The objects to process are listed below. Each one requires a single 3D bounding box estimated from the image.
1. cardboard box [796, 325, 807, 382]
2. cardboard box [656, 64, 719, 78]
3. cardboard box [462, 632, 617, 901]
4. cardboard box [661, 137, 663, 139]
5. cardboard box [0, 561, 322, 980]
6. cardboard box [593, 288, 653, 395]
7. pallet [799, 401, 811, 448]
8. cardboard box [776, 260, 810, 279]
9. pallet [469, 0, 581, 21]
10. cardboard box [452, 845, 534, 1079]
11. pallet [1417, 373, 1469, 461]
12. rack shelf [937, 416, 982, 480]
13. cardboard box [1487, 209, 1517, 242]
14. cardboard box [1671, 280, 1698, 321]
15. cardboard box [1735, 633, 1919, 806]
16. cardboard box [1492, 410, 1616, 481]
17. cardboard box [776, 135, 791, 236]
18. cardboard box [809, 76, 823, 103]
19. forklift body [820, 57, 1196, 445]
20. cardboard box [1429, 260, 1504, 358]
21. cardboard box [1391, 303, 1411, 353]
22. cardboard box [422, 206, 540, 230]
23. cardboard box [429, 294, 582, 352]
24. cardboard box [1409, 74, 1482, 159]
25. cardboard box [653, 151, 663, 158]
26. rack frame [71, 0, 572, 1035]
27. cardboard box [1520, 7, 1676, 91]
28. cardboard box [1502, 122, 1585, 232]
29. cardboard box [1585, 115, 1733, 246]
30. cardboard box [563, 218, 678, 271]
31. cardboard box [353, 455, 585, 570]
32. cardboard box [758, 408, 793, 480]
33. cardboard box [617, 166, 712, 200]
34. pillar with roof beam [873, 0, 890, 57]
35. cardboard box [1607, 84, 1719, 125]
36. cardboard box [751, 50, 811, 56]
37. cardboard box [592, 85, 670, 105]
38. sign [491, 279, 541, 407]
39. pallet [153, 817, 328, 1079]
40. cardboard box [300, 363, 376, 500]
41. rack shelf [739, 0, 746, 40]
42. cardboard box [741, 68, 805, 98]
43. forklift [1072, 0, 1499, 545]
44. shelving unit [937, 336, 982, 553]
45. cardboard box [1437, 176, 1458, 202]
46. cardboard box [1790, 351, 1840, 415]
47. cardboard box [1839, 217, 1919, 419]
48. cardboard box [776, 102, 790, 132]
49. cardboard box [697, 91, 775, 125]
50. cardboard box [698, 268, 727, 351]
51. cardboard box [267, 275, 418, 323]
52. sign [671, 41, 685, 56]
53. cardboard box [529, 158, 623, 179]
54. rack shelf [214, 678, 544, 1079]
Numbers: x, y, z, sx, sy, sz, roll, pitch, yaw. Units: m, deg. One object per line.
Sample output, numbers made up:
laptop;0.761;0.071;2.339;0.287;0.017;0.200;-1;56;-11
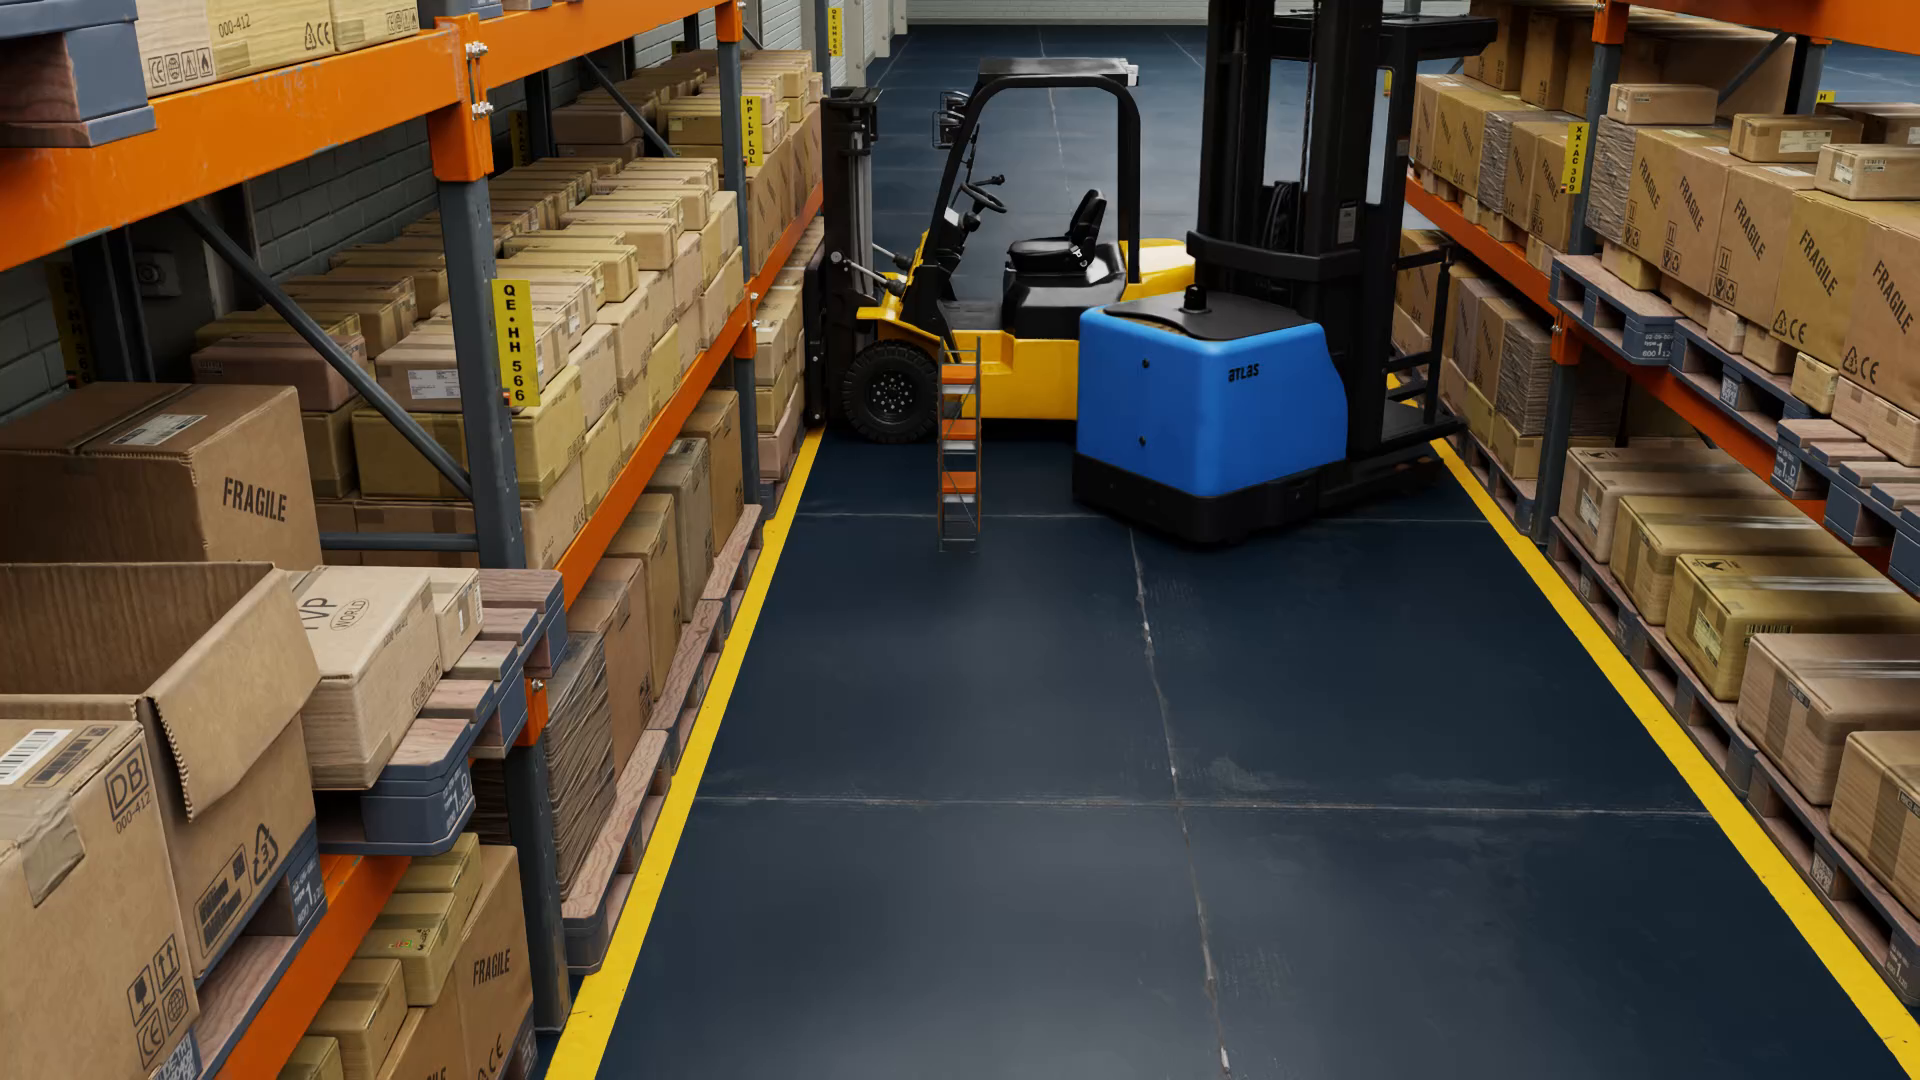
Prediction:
cardboard box;-1.169;-1.118;9.794;0.500;0.250;0.500;0;21;1
cardboard box;-1.676;-2.876;10.349;0.380;0.149;0.250;1;21;3
cardboard box;-1.621;0.696;5.291;0.875;0.625;0.625;1;21;3
cardboard box;-1.821;-2.185;8.978;0.380;0.149;0.250;1;21;2
cardboard box;-1.519;0.358;2.735;0.797;0.503;0.637;0;21;0
cardboard box;-1.346;-0.681;5.653;0.500;0.250;0.500;0;21;0
pallet;-1.432;-0.866;10.468;1.003;0.211;1.213;1;21;2
cardboard box;-1.151;-1.542;10.195;0.500;0.250;0.500;0;21;1
pallet;-1.723;-1.547;4.483;1.213;0.211;1.003;2;21;4
cardboard box;-1.452;1.135;4.333;0.500;0.500;0.500;1;21;3
pallet;3.448;-0.768;10.218;1.003;0.211;1.213;1;21;2
rack shelf;-0.002;-0.460;8.293;0.215;0.259;0.240;1;21;2
cardboard box;3.162;-1.753;9.247;0.380;0.149;0.250;0;21;1
cardboard box;3.098;-0.979;6.673;0.380;0.149;0.250;1;21;2
cardboard box;3.349;0.621;5.833;0.950;0.372;0.625;0;21;1
cardboard box;3.178;-0.514;8.927;0.500;0.250;0.500;2;21;4
cardboard box;-1.244;-2.012;9.430;0.500;0.500;0.500;0;21;1
cardboard box;-1.119;-3.010;11.106;0.380;0.149;0.250;1;21;2
forklift body;0.355;-1.781;10.146;2.313;2.155;1.214;1;21;2
cardboard box;3.215;-1.425;10.239;0.500;0.500;0.500;1;21;3
cardboard box;3.250;-1.455;11.352;0.500;0.250;0.500;0;21;1
cardboard box;-1.849;-1.200;6.440;0.380;0.149;0.250;0;21;1
cardboard box;-1.361;-0.641;4.999;0.380;0.149;0.250;1;21;3
cardboard box;3.259;-2.846;11.169;0.500;0.500;0.500;0;21;1
cardboard box;-1.770;-1.828;8.956;0.500;0.500;0.500;1;21;2
rack frame;-1.654;0.010;4.356;1.000;3.000;0.127;1;21;2
cardboard box;3.818;-2.925;9.989;0.700;0.500;0.500;0;21;1
cardboard box;3.203;-1.918;8.776;0.500;0.500;0.500;1;21;3
cardboard box;3.128;-1.598;7.370;0.500;0.500;0.500;1;21;3
cardboard box;-1.261;-1.100;6.183;0.380;0.149;0.250;0;21;0
cardboard box;-1.396;-0.078;4.790;0.500;0.250;0.500;1;21;2
cardboard box;-1.187;-0.521;8.947;0.500;0.250;0.500;1;21;2
cardboard box;-1.311;-1.566;7.383;0.380;0.149;0.250;0;21;1
pillar with roof beam;2.700;-14.068;32.345;9.100;9.000;0.400;1;21;2
cardboard box;3.061;-1.900;7.253;0.380;0.149;0.250;1;21;1
cardboard box;-1.211;-3.238;11.282;0.380;0.149;0.250;1;21;2
cardboard box;-1.808;-2.414;9.156;0.380;0.149;0.250;0;21;1
sign;-1.111;-0.490;4.155;0.100;0.325;0.005;1;21;2
pallet;-1.709;0.803;2.579;1.003;0.211;1.213;1;21;2
cardboard box;-1.918;-0.319;4.720;0.500;0.250;0.500;1;21;3
rack shelf;-1.472;-3.222;9.535;1.077;0.370;4.000;1;21;2
cardboard box;-1.150;-2.776;10.090;0.380;0.149;0.250;1;21;3
forklift;2.078;-1.756;9.002;3.031;2.935;1.130;-16;26;-35
shelving unit;-0.002;-0.470;8.289;0.215;1.050;0.252;1;21;2
cardboard box;3.223;-2.220;10.451;0.380;0.149;0.250;1;21;3
cardboard box;2.991;-0.516;5.480;0.380;0.149;0.250;1;21;3
cardboard box;3.048;-0.672;4.985;0.500;0.500;0.500;0;21;1
cardboard box;-1.193;-2.457;9.678;0.380;0.149;0.250;0;21;1
cardboard box;-1.199;-2.316;8.904;0.380;0.149;0.250;1;21;3
cardboard box;-1.296;-0.999;7.165;0.500;0.250;0.500;1;21;1
cardboard box;-1.944;-0.737;5.247;0.380;0.149;0.250;0;21;1
sign;-1.965;-3.331;11.662;0.100;0.325;0.005;1;21;2
cardboard box;-1.758;-1.661;7.627;0.380;0.149;0.250;0;21;0
rack shelf;-1.715;1.069;2.623;1.077;0.370;4.000;1;21;2
